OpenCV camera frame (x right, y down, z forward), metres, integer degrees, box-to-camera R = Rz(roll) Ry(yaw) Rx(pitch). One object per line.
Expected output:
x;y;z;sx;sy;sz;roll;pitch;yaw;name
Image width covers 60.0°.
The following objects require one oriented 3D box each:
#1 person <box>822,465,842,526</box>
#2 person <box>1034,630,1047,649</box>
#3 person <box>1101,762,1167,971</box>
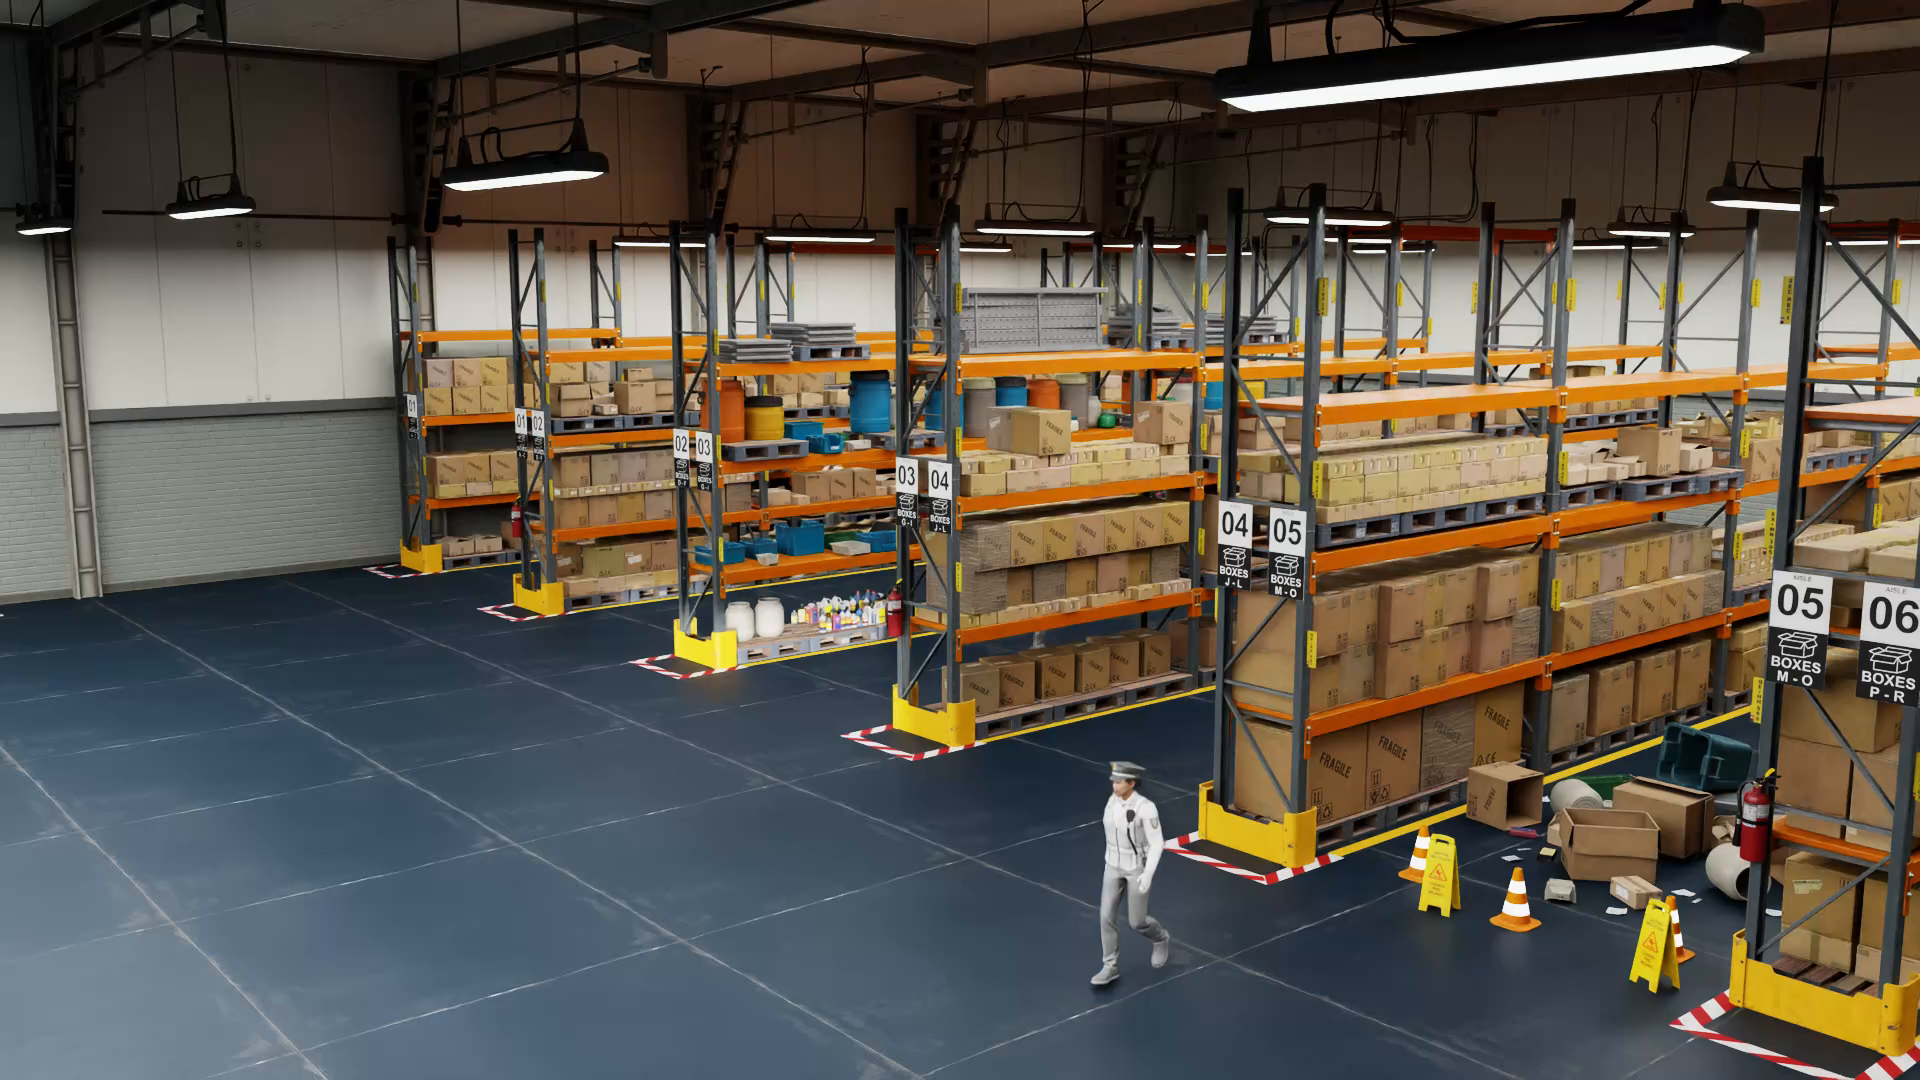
-2.600;-0.813;33.361;0.562;1.823;0.857;8;12;43;person
1.066;0.793;23.360;0.525;1.438;0.570;-7;11;-38;person
1.308;2.422;12.419;0.594;1.600;0.580;8;12;42;person
